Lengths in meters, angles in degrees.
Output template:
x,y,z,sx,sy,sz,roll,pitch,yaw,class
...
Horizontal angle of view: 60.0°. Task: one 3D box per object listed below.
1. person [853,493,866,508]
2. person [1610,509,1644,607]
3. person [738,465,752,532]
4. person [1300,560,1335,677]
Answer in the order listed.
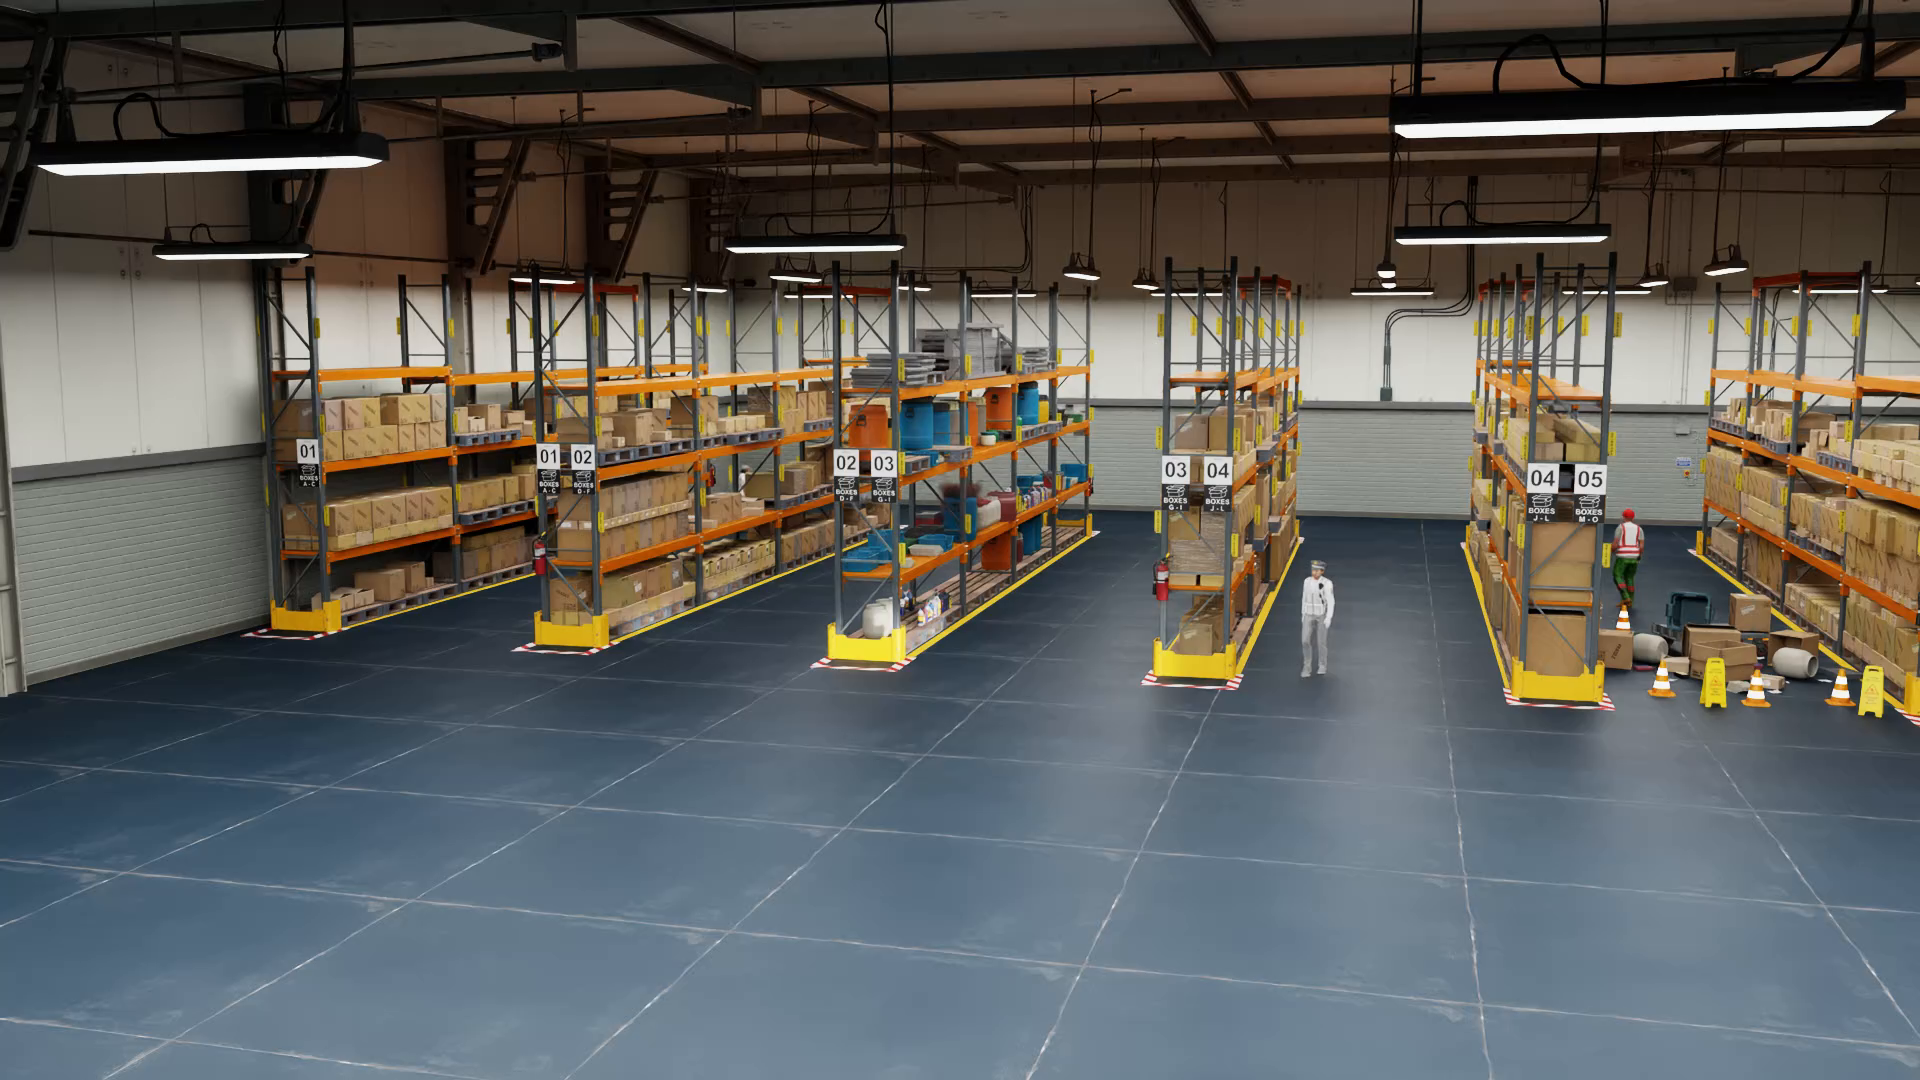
x,y,z,sx,sy,sz,roll,pitch,yaw,class
-2.641,-1.475,44.045,0.428,1.781,0.553,2,8,16,person
12.083,0.331,30.056,0.635,1.763,0.660,-1,7,-9,person
-5.350,-1.028,41.074,0.489,1.664,0.521,-3,8,-19,person
5.170,1.149,24.085,0.540,1.739,0.487,5,9,36,person
